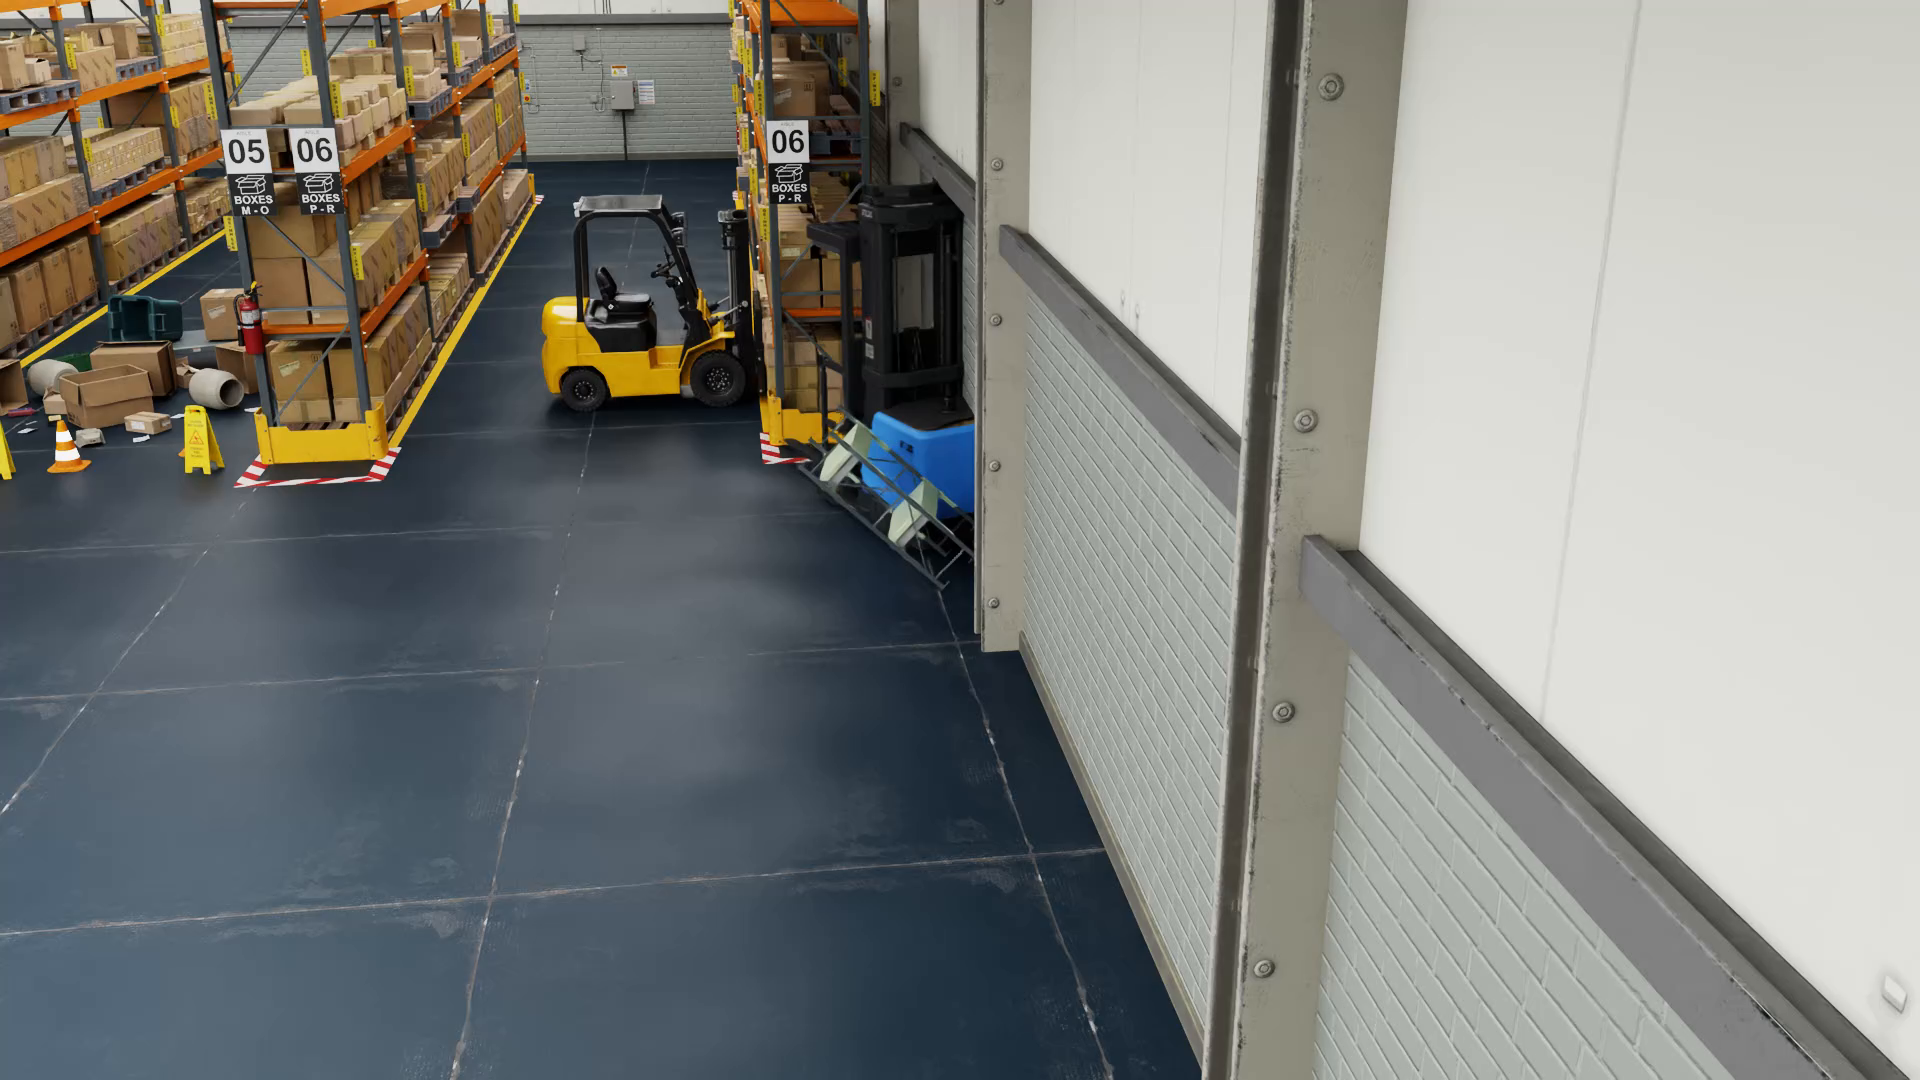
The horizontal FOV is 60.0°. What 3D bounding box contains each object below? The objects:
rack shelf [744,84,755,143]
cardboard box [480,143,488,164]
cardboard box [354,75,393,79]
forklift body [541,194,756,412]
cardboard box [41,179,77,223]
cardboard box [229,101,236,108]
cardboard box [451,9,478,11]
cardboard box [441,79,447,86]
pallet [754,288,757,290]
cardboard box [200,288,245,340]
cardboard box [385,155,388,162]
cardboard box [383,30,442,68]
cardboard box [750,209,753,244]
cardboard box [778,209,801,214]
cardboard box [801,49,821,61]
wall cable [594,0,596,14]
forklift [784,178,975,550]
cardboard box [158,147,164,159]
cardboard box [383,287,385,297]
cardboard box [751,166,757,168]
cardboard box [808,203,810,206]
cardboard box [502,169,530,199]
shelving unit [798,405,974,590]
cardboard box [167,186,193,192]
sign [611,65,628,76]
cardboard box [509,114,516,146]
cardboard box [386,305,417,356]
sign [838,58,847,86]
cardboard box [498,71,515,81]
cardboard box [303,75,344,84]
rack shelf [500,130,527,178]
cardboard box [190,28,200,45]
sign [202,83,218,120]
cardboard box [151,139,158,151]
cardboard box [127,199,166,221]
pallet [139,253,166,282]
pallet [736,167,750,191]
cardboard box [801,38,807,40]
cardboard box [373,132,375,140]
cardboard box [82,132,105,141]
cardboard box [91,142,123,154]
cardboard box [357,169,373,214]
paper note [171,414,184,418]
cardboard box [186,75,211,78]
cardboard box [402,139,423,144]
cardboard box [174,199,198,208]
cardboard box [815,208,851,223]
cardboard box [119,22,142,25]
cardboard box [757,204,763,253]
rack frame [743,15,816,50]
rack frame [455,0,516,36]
[{"bbox_3d":[-2.235,-5.602,21.744,1.077,0.370,4.000,-3,21,-8],"label":"rack shelf"},{"bbox_3d":[-7.456,-5.855,25.180,0.500,0.250,0.500,-3,21,-7],"label":"cardboard box"},{"bbox_3d":[-6.596,-5.152,18.730,0.380,0.149,0.250,-2,21,-7],"label":"cardboard box"},{"bbox_3d":[-3.448,-2.624,18.241,2.313,2.155,1.214,-3,21,-8],"label":"forklift body"},{"bbox_3d":[-11.917,-4.422,21.699,0.500,0.500,0.500,-3,21,-8],"label":"cardboard box"},{"bbox_3d":[-13.152,-7.504,29.525,0.500,0.500,0.500,-2,21,-7],"label":"cardboard box"},{"bbox_3d":[-8.445,-8.735,28.217,0.500,0.500,0.500,-3,21,-7],"label":"cardboard box"},{"bbox_3d":[-7.181,-6.164,22.578,0.380,0.149,0.250,-3,21,-8],"label":"cardboard box"},{"bbox_3d":[-2.270,-3.212,22.588,1.003,0.211,1.213,-3,21,-8],"label":"pallet"},{"bbox_3d":[-8.615,-2.673,19.652,0.500,0.500,0.500,-3,21,-8],"label":"cardboard box"},{"bbox_3d":[-7.323,-4.757,20.644,0.380,0.149,0.250,-4,21,-10],"label":"cardboard box"},{"bbox_3d":[-7.765,-6.957,23.599,0.700,0.500,0.500,-4,21,-10],"label":"cardboard box"},{"bbox_3d":[-3.030,-4.921,26.153,0.500,0.500,0.500,-4,21,-10],"label":"cardboard box"},{"bbox_3d":[-1.870,-3.408,17.632,0.380,0.149,0.250,-2,21,-6],"label":"cardboard box"},{"bbox_3d":[-2.165,-6.567,22.770,0.500,0.250,0.500,-3,21,-8],"label":"cardboard box"},{"bbox_3d":[-8.942,-12.547,35.023,2.355,3.000,0.029,-3,21,-8],"label":"wall cable"},{"bbox_3d":[-0.660,-1.759,14.811,1.130,2.935,3.031,-12,24,-29],"label":"forklift"},{"bbox_3d":[-12.642,-6.027,25.898,0.380,0.149,0.250,-3,21,-9],"label":"cardboard box"},{"bbox_3d":[-6.195,-2.576,17.259,0.380,0.149,0.250,-2,21,-6],"label":"cardboard box"},{"bbox_3d":[-2.544,-4.828,21.860,0.380,0.149,0.250,-3,21,-9],"label":"cardboard box"},{"bbox_3d":[-1.646,-4.094,19.894,0.380,0.149,0.250,-3,21,-8],"label":"cardboard box"},{"bbox_3d":[-8.393,-6.518,30.515,0.875,0.438,0.875,-4,21,-10],"label":"cardboard box"},{"bbox_3d":[-0.554,-0.349,13.280,1.500,0.431,0.755,41,16,-12],"label":"shelving unit"},{"bbox_3d":[-13.515,-6.040,28.799,0.380,0.149,0.250,-2,21,-6],"label":"cardboard box"},{"bbox_3d":[-7.408,-10.207,36.151,0.339,0.242,0.001,-3,21,-8],"label":"sign"},{"bbox_3d":[-8.027,-7.108,28.890,0.500,0.500,0.500,-2,21,-6],"label":"cardboard box"},{"bbox_3d":[-6.357,-2.306,18.435,0.500,0.500,0.500,-2,21,-5],"label":"cardboard box"},{"bbox_3d":[-1.397,-5.555,19.736,0.100,0.325,0.005,-3,21,-8],"label":"sign"},{"bbox_3d":[-8.157,-8.278,29.667,0.380,0.149,0.250,-3,21,-8],"label":"cardboard box"},{"bbox_3d":[-7.135,-5.125,18.658,0.380,0.149,0.250,-3,21,-9],"label":"cardboard box"},{"bbox_3d":[-8.299,-6.715,29.011,1.077,0.370,4.000,-3,21,-8],"label":"rack shelf"},{"bbox_3d":[-12.946,-8.353,27.580,0.500,0.250,0.500,-4,21,-10],"label":"cardboard box"},{"bbox_3d":[-6.833,-4.004,15.171,0.100,0.325,0.005,-3,21,-8],"label":"sign"},{"bbox_3d":[-12.603,-6.074,25.601,0.380,0.149,0.250,-3,21,-7],"label":"cardboard box"},{"bbox_3d":[-12.476,-5.028,25.367,0.500,0.250,0.500,-2,21,-5],"label":"cardboard box"},{"bbox_3d":[-12.602,-4.076,24.902,1.003,0.211,1.213,-3,21,-8],"label":"pallet"},{"bbox_3d":[-2.690,-5.368,24.649,1.213,0.211,1.003,-3,21,-8],"label":"pallet"},{"bbox_3d":[-2.433,-7.294,24.464,0.380,0.149,0.250,-2,21,-6],"label":"cardboard box"},{"bbox_3d":[-6.276,-4.160,17.213,0.380,0.149,0.250,-3,21,-9],"label":"cardboard box"},{"bbox_3d":[-13.212,-6.088,25.212,0.380,0.149,0.250,-3,21,-7],"label":"cardboard box"},{"bbox_3d":[-12.384,-5.673,24.100,0.380,0.149,0.250,-2,21,-6],"label":"cardboard box"},{"bbox_3d":[-6.957,-3.903,18.457,0.700,0.500,0.500,-3,21,-7],"label":"cardboard box"},{"bbox_3d":[-8.361,-1.337,17.843,0.148,0.019,0.142,4,21,11],"label":"paper note"},{"bbox_3d":[-13.086,-7.793,28.872,0.500,0.500,0.500,-4,21,-10],"label":"cardboard box"},{"bbox_3d":[-7.598,-5.190,22.731,0.500,0.500,0.500,-4,21,-9],"label":"cardboard box"},{"bbox_3d":[-12.806,-5.528,27.429,0.380,0.149,0.250,-3,21,-9],"label":"cardboard box"},{"bbox_3d":[-1.347,-3.433,17.700,0.380,0.149,0.250,-2,21,-6],"label":"cardboard box"},{"bbox_3d":[-13.256,-8.196,26.590,0.380,0.149,0.250,-2,21,-6],"label":"cardboard box"},{"bbox_3d":[-2.141,-3.722,19.824,0.500,0.500,0.500,-3,21,-9],"label":"cardboard box"},{"bbox_3d":[-2.523,-8.037,22.947,1.000,3.000,0.127,-3,21,-8],"label":"rack frame"},{"bbox_3d":[-8.587,-10.555,29.689,1.000,3.000,0.127,-3,21,-8],"label":"rack frame"}]
